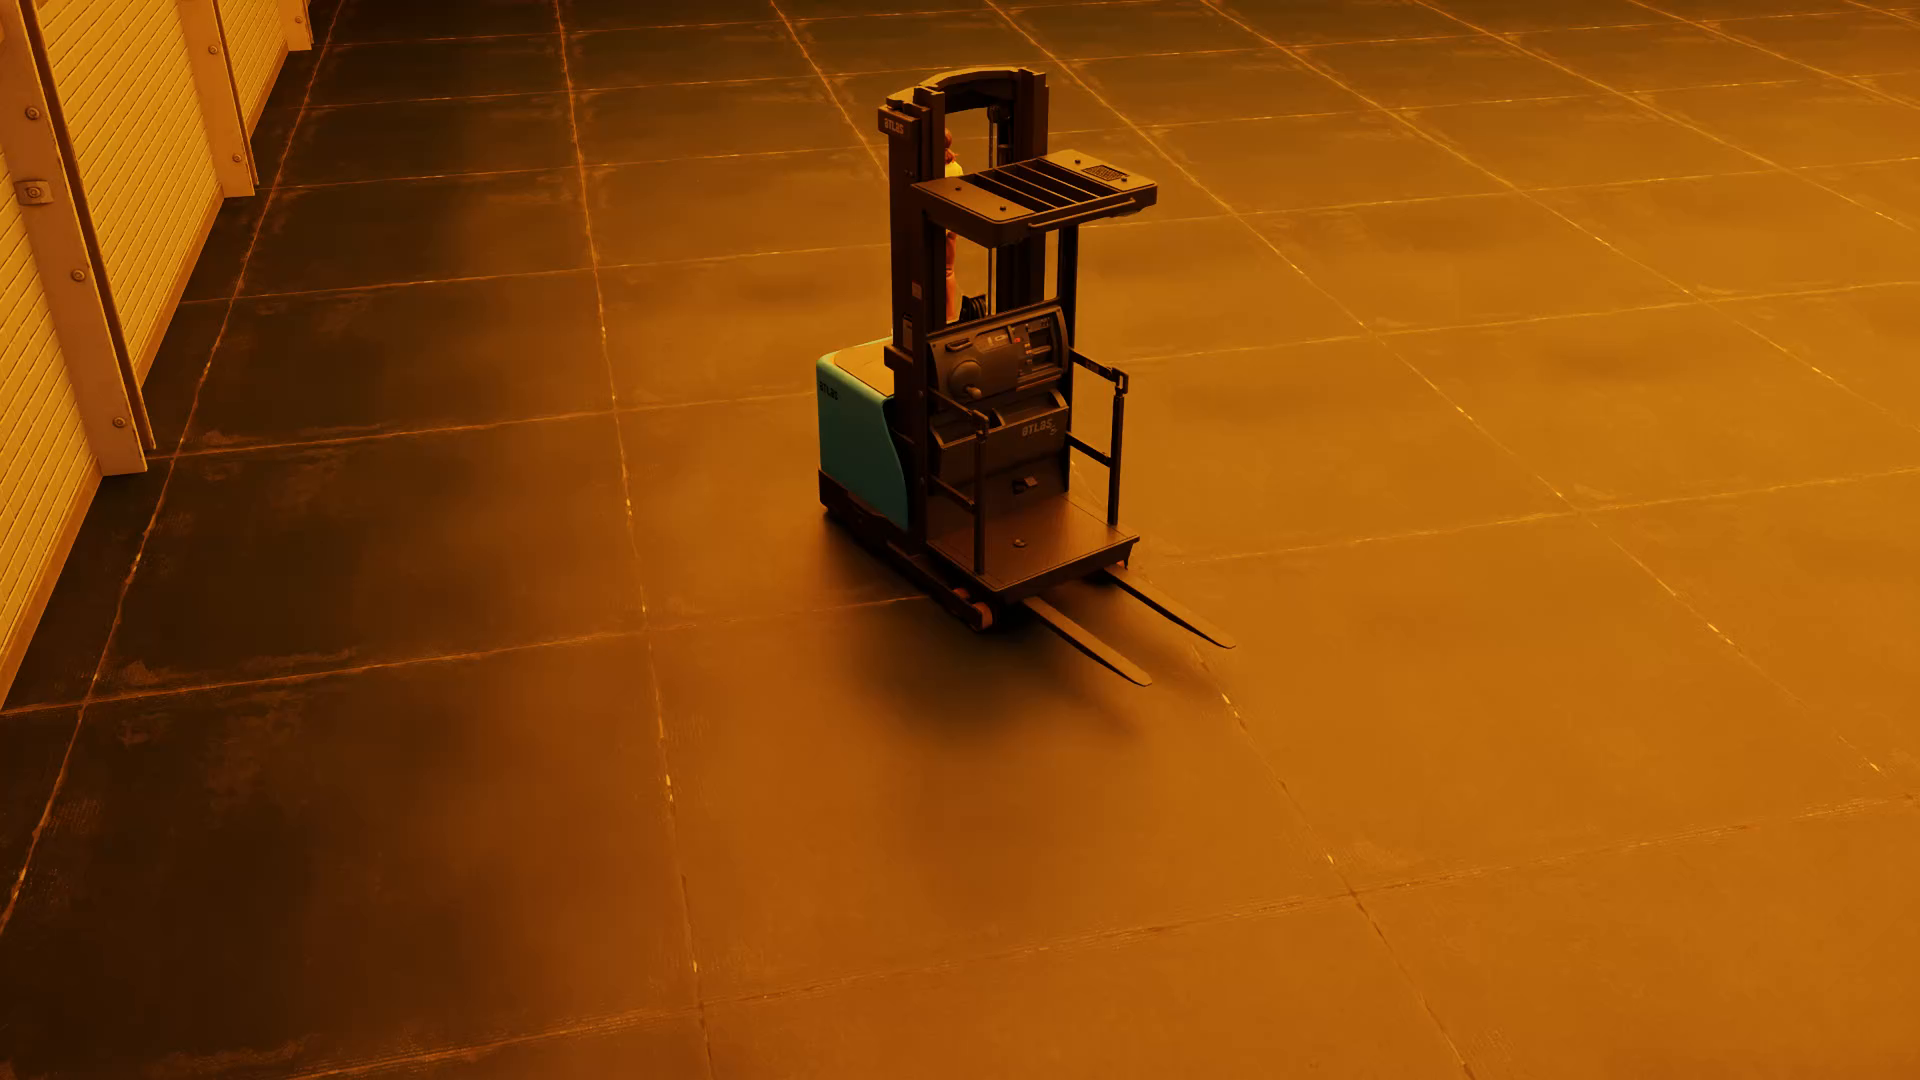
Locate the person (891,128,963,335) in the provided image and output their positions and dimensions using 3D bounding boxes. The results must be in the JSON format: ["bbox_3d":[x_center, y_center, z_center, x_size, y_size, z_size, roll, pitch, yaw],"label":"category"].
[{"bbox_3d":[-0.220,-2.400,12.975,0.402,1.675,0.596,24,38,35],"label":"person"}]

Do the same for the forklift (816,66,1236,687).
[{"bbox_3d":[0.355,-1.021,9.338,1.130,2.935,3.031,-20,35,-30],"label":"forklift"}]
